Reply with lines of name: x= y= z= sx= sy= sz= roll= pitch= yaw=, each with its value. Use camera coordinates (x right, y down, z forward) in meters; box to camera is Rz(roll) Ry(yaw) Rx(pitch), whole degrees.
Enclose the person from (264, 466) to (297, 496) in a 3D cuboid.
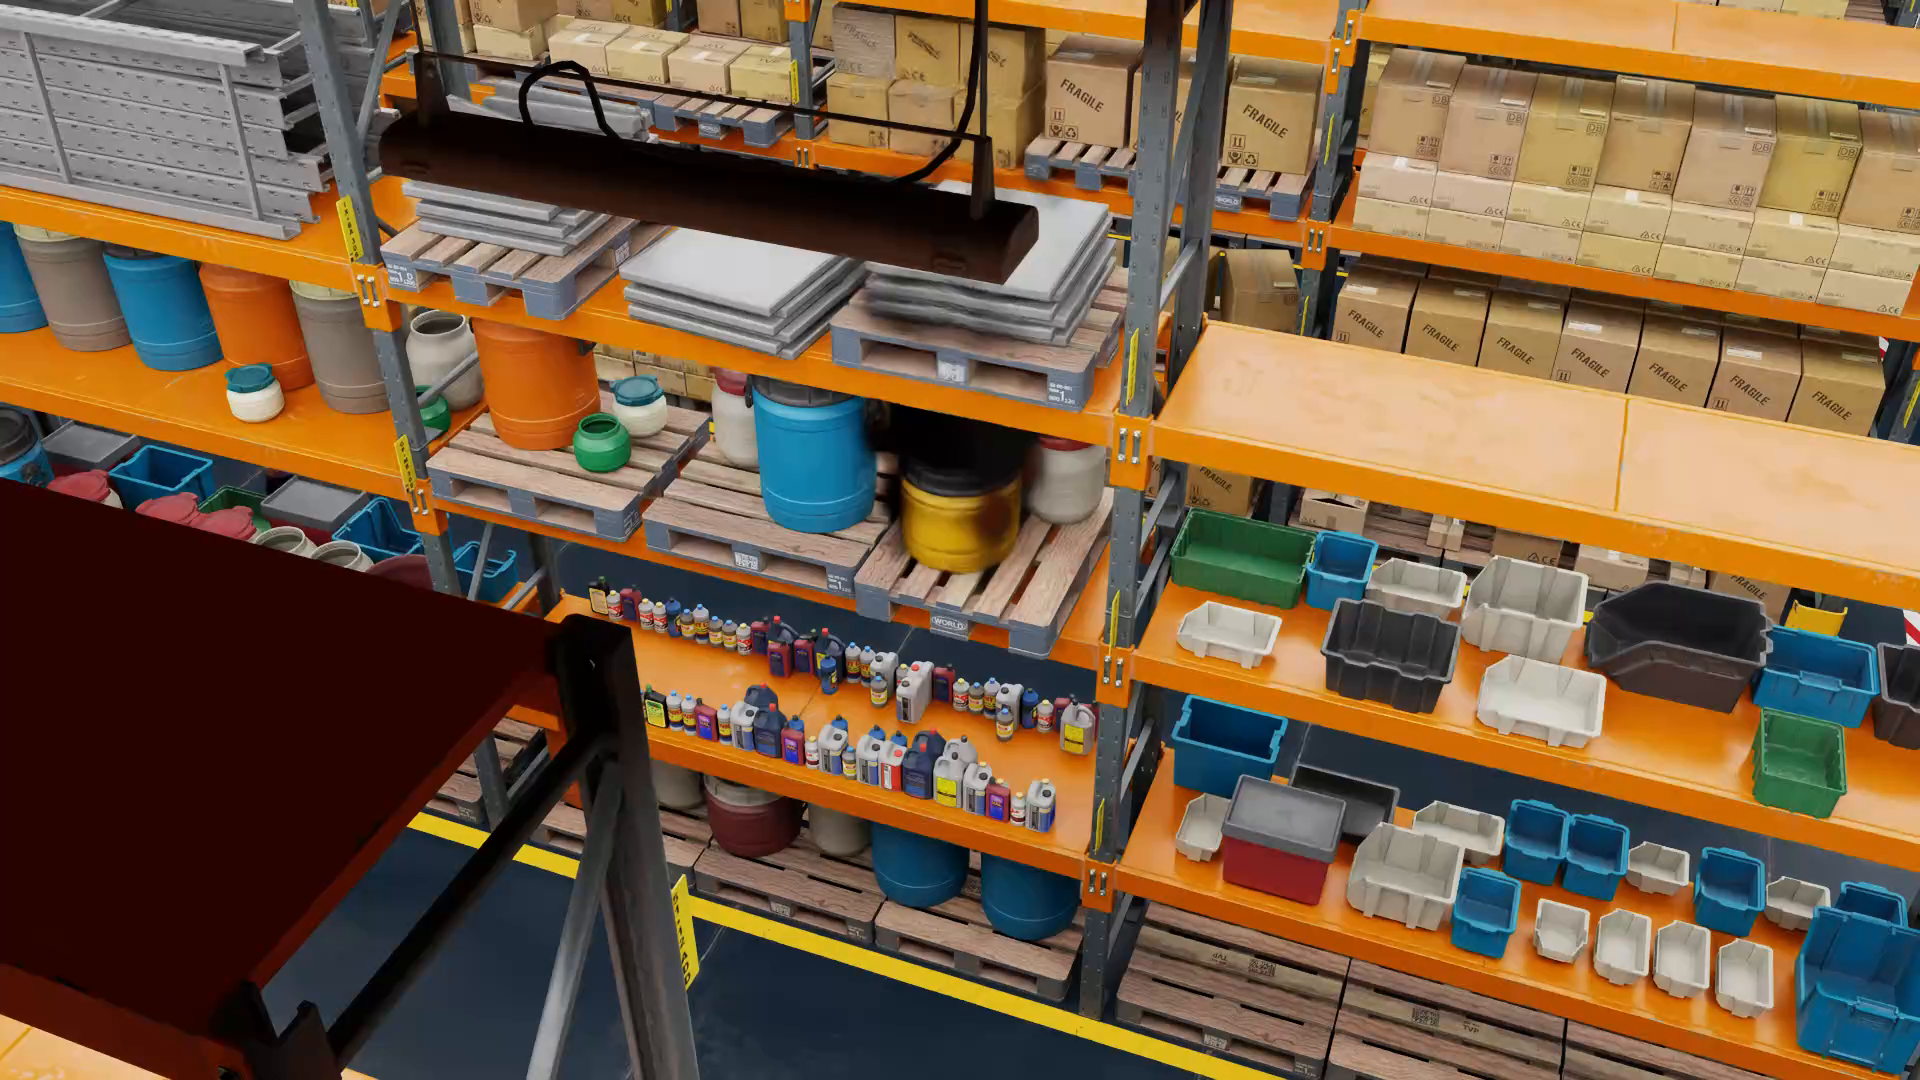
person: x=-5.124 y=-0.548 z=12.792 sx=0.855 sy=1.605 sz=0.516 roll=7 pitch=37 yaw=10
